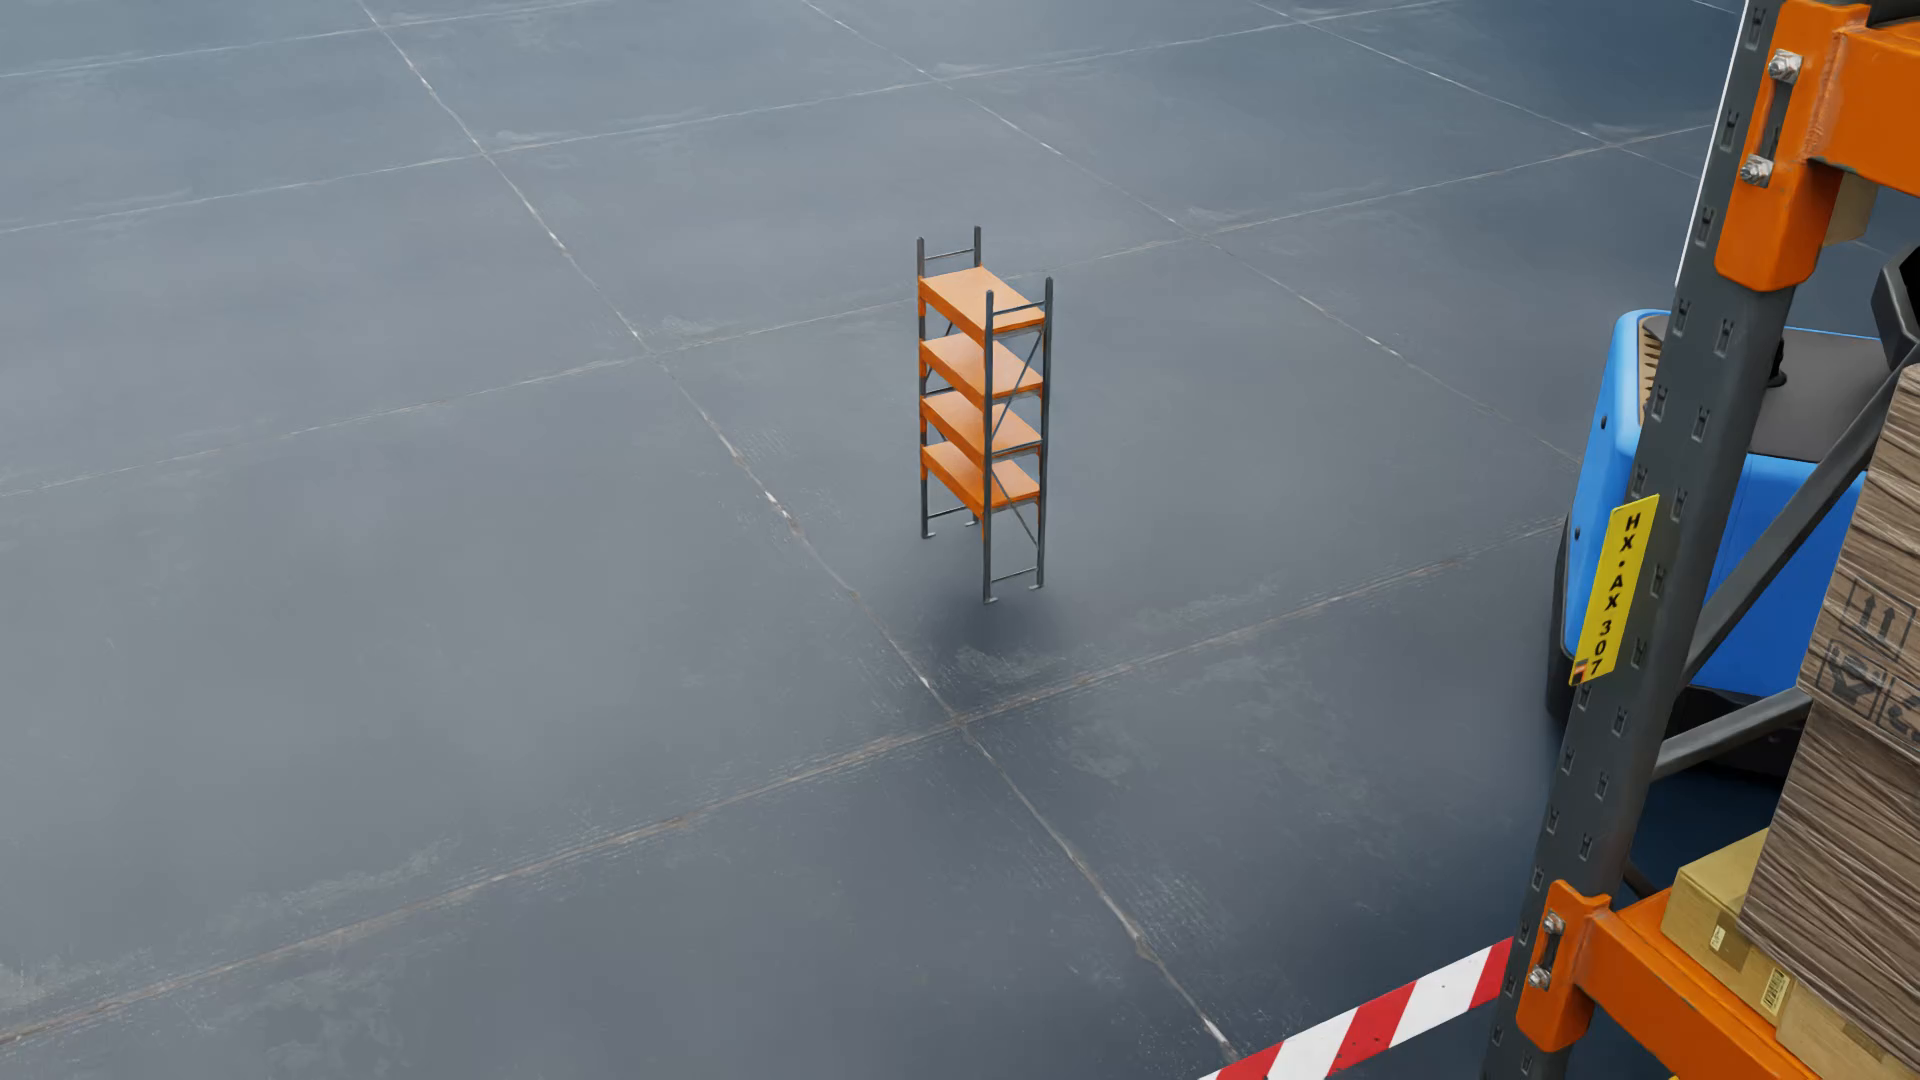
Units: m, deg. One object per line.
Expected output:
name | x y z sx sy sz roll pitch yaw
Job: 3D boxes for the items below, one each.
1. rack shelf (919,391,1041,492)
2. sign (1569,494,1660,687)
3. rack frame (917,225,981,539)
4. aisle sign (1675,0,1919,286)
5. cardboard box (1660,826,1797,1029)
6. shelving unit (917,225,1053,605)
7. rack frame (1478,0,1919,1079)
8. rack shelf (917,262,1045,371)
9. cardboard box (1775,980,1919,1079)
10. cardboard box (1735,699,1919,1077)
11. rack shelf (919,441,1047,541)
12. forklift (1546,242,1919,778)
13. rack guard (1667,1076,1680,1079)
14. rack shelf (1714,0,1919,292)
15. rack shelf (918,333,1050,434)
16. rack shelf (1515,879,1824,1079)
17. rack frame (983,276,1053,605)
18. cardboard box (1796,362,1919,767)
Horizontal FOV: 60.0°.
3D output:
rack shelf | 0.077 -0.370 5.839 0.258 0.148 0.480 -16 36 -23
sign | 1.000 0.080 2.541 0.100 0.325 0.005 -16 36 -23
rack frame | -0.037 -0.543 5.985 0.240 1.200 0.015 -16 36 -23
aisle sign | 1.186 -0.740 2.215 0.394 0.787 0.004 -16 36 -23
cardboard box | 1.402 0.610 2.750 0.380 0.149 0.250 -16 36 -23
shelving unit | 0.077 -0.426 5.803 0.258 1.200 0.503 -16 36 -23
rack frame | 1.477 0.309 2.987 0.949 2.616 0.053 -16 36 -23
rack shelf | 0.077 -0.757 5.591 0.258 0.148 0.480 -16 36 -23
cardboard box | 1.502 0.734 2.556 0.380 0.149 0.250 -16 36 -23
cardboard box | 1.712 0.410 2.460 0.875 0.500 0.500 -16 36 -23
rack shelf | 0.077 -0.202 5.946 0.258 0.148 0.480 -16 36 -23
forklift | 3.436 -0.602 4.473 3.031 2.935 1.130 10 34 16
rack guard | 1.516 1.397 3.606 1.175 0.500 0.348 -16 36 -23
rack shelf | 2.413 0.303 0.883 1.077 0.370 4.000 -16 36 -23
rack shelf | 0.077 -0.558 5.719 0.258 0.148 0.480 -16 36 -23
rack shelf | 2.413 1.566 1.692 1.077 0.370 4.000 -16 36 -23
rack frame | 0.191 -0.310 5.621 0.240 1.200 0.015 -16 36 -23
cardboard box | 1.495 0.051 2.094 0.500 0.500 0.500 -16 36 -23
